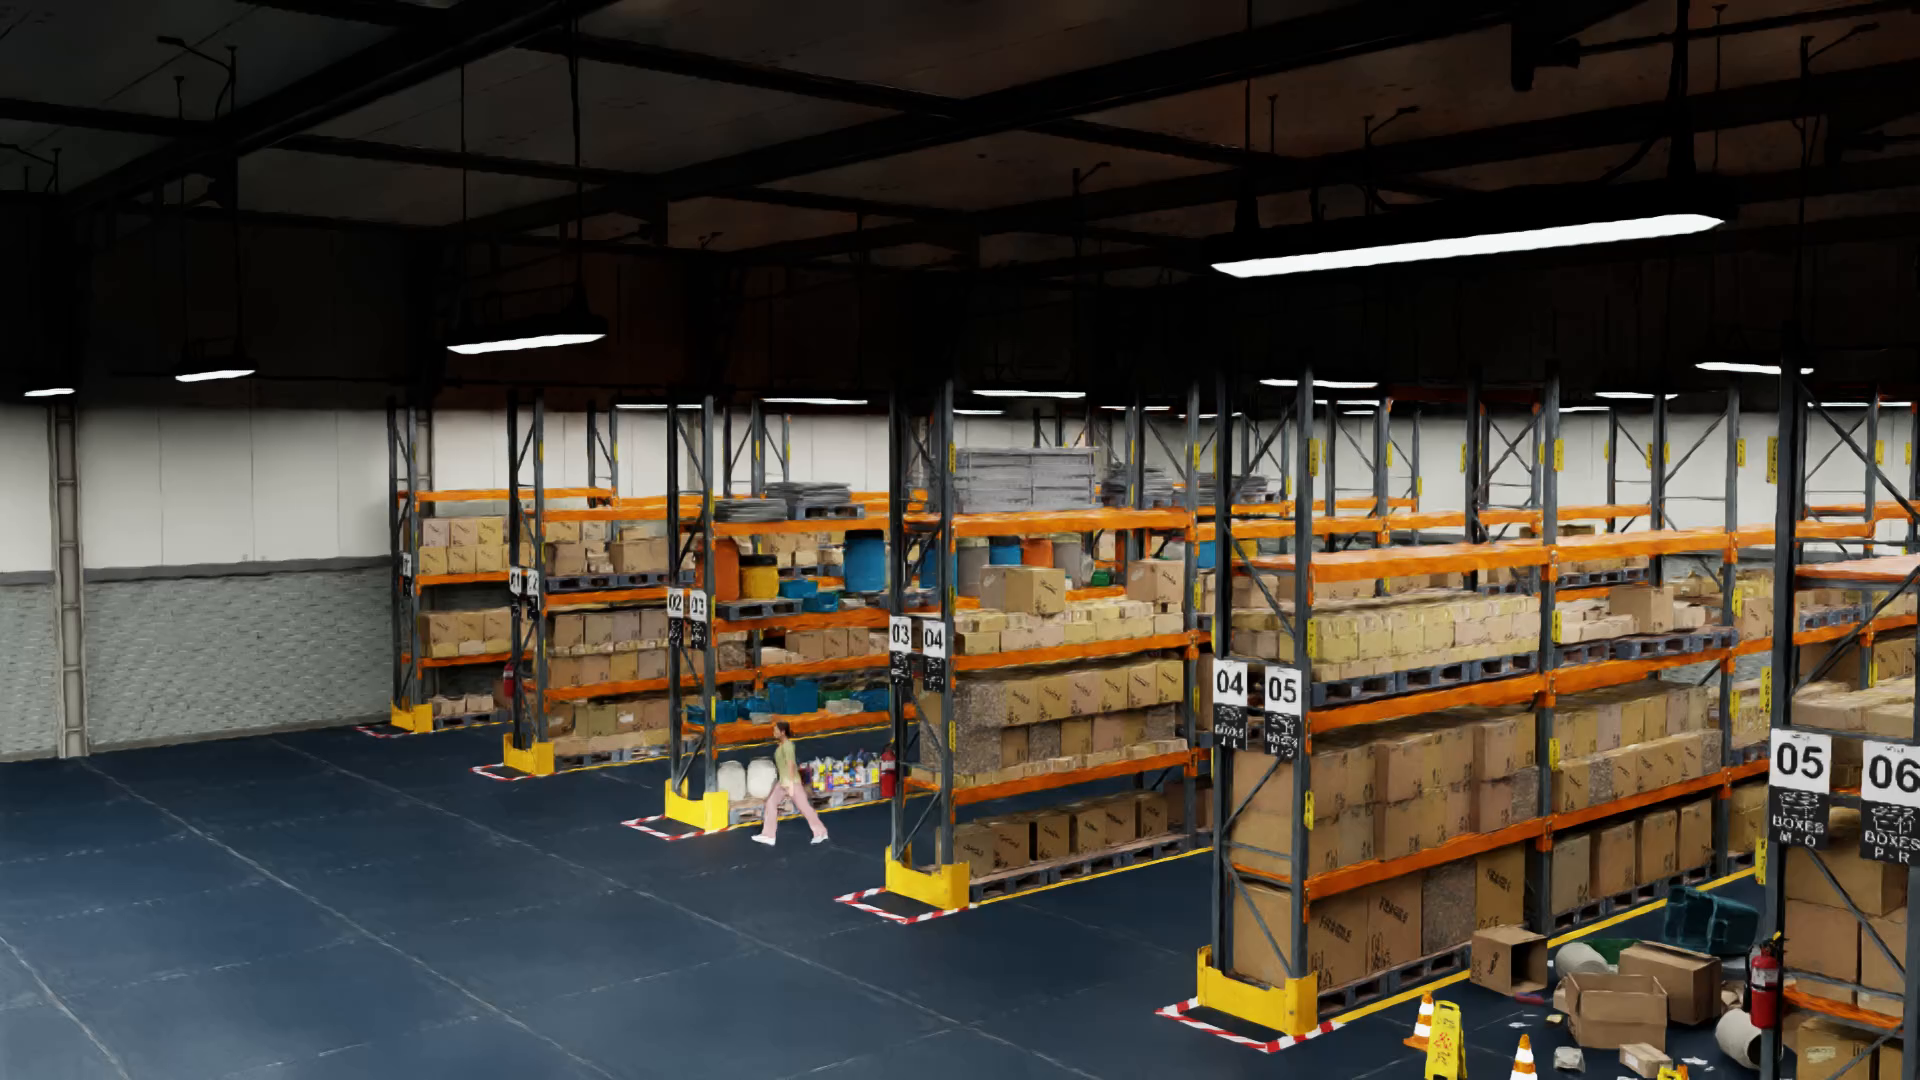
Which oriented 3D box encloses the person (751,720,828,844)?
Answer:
[{"bbox_3d":[-2.122,3.078,21.393,0.829,1.550,0.479,-1,4,-19],"label":"person"}]
